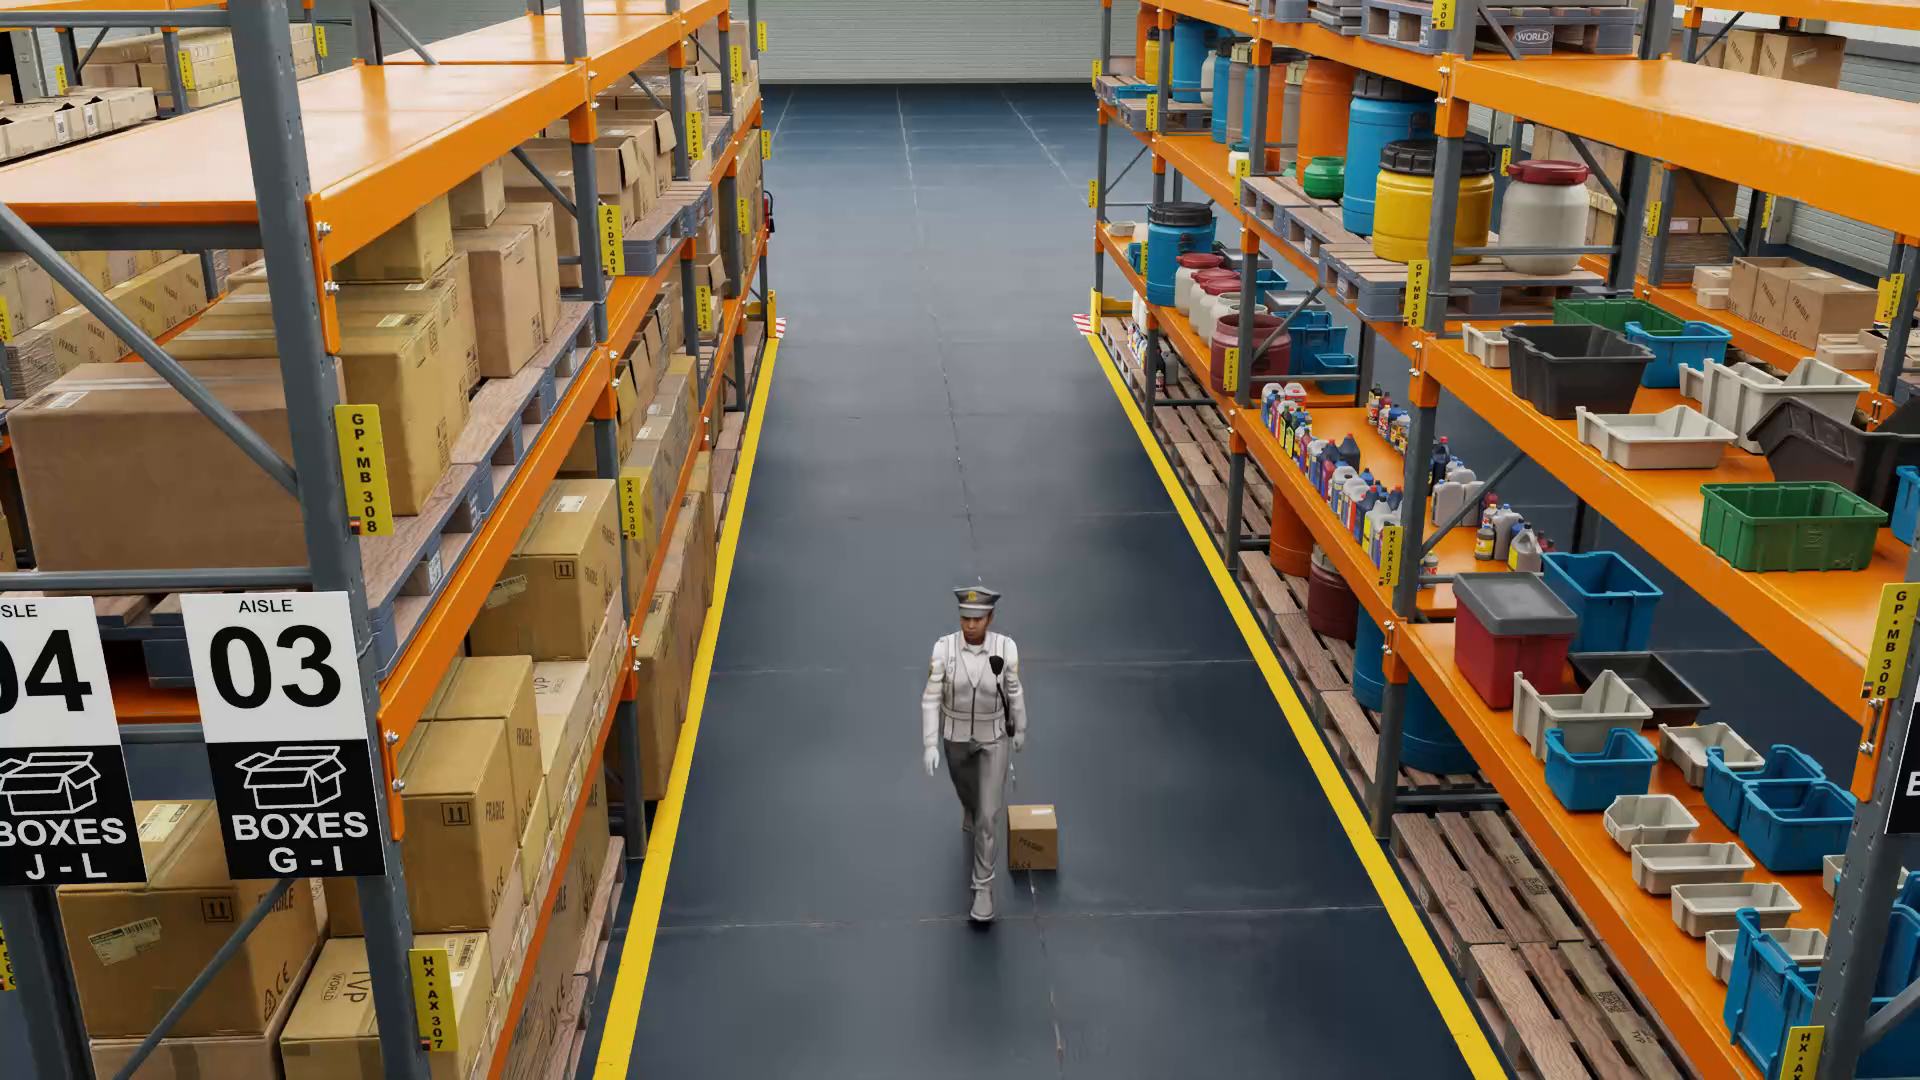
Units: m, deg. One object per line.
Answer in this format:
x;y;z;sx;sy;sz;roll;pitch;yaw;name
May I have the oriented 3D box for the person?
0.068;0.976;8.443;0.515;1.629;1.057;3;21;7;person
